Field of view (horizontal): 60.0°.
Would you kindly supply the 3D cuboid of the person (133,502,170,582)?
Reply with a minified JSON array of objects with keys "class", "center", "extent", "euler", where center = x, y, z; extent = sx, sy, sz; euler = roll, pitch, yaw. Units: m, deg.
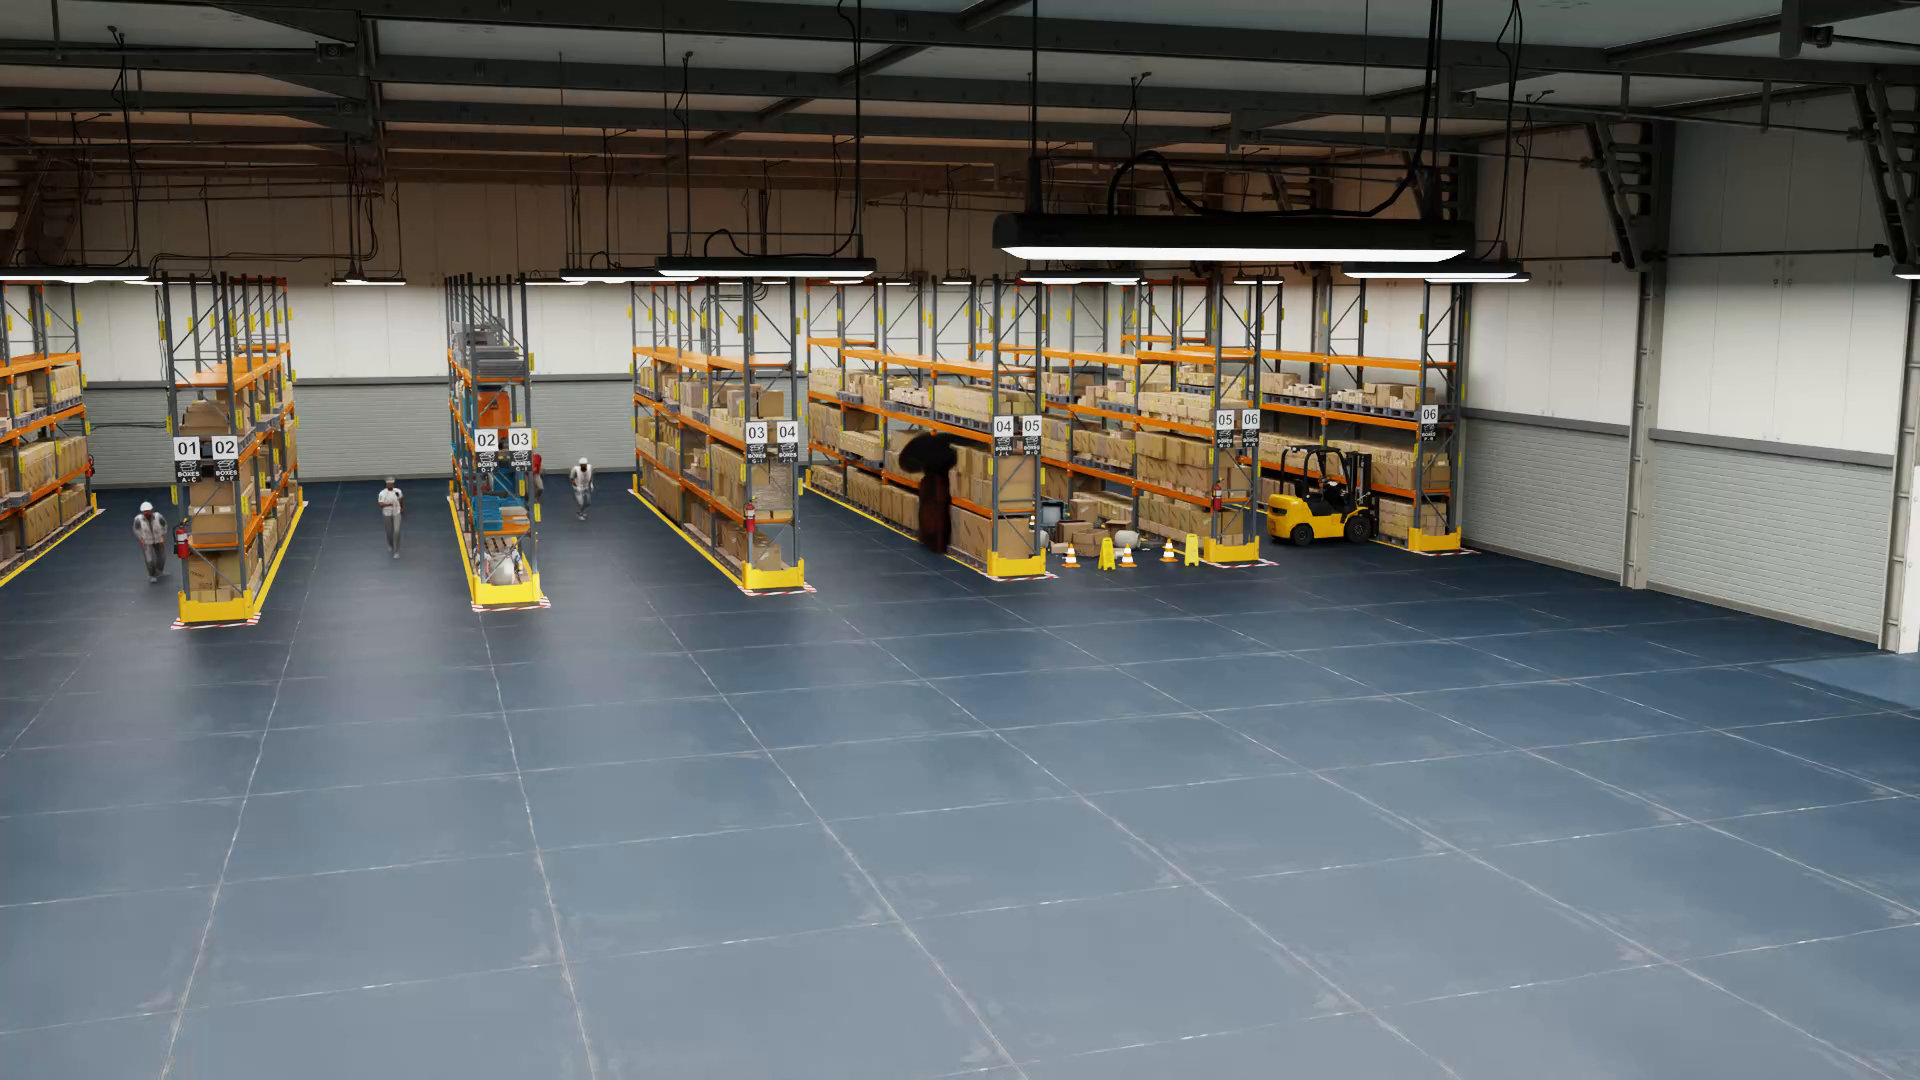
[{"class":"person","center":[-15.832,0.019,32.598],"extent":[0.689,1.628,0.915],"euler":[-7,11,-39]}]

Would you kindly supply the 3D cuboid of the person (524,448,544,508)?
[{"class":"person","center":[-11.182,-1.639,43.506],"extent":[0.680,1.654,0.951],"euler":[-6,10,-33]}]

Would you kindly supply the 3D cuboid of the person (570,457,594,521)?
[{"class":"person","center":[-9.369,-1.272,41.101],"extent":[0.663,1.614,0.937],"euler":[-8,12,-42]}]

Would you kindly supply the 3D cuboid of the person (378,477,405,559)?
[{"class":"person","center":[-12.226,-0.506,35.784],"extent":[0.526,1.737,0.863],"euler":[-3,9,-19]}]
